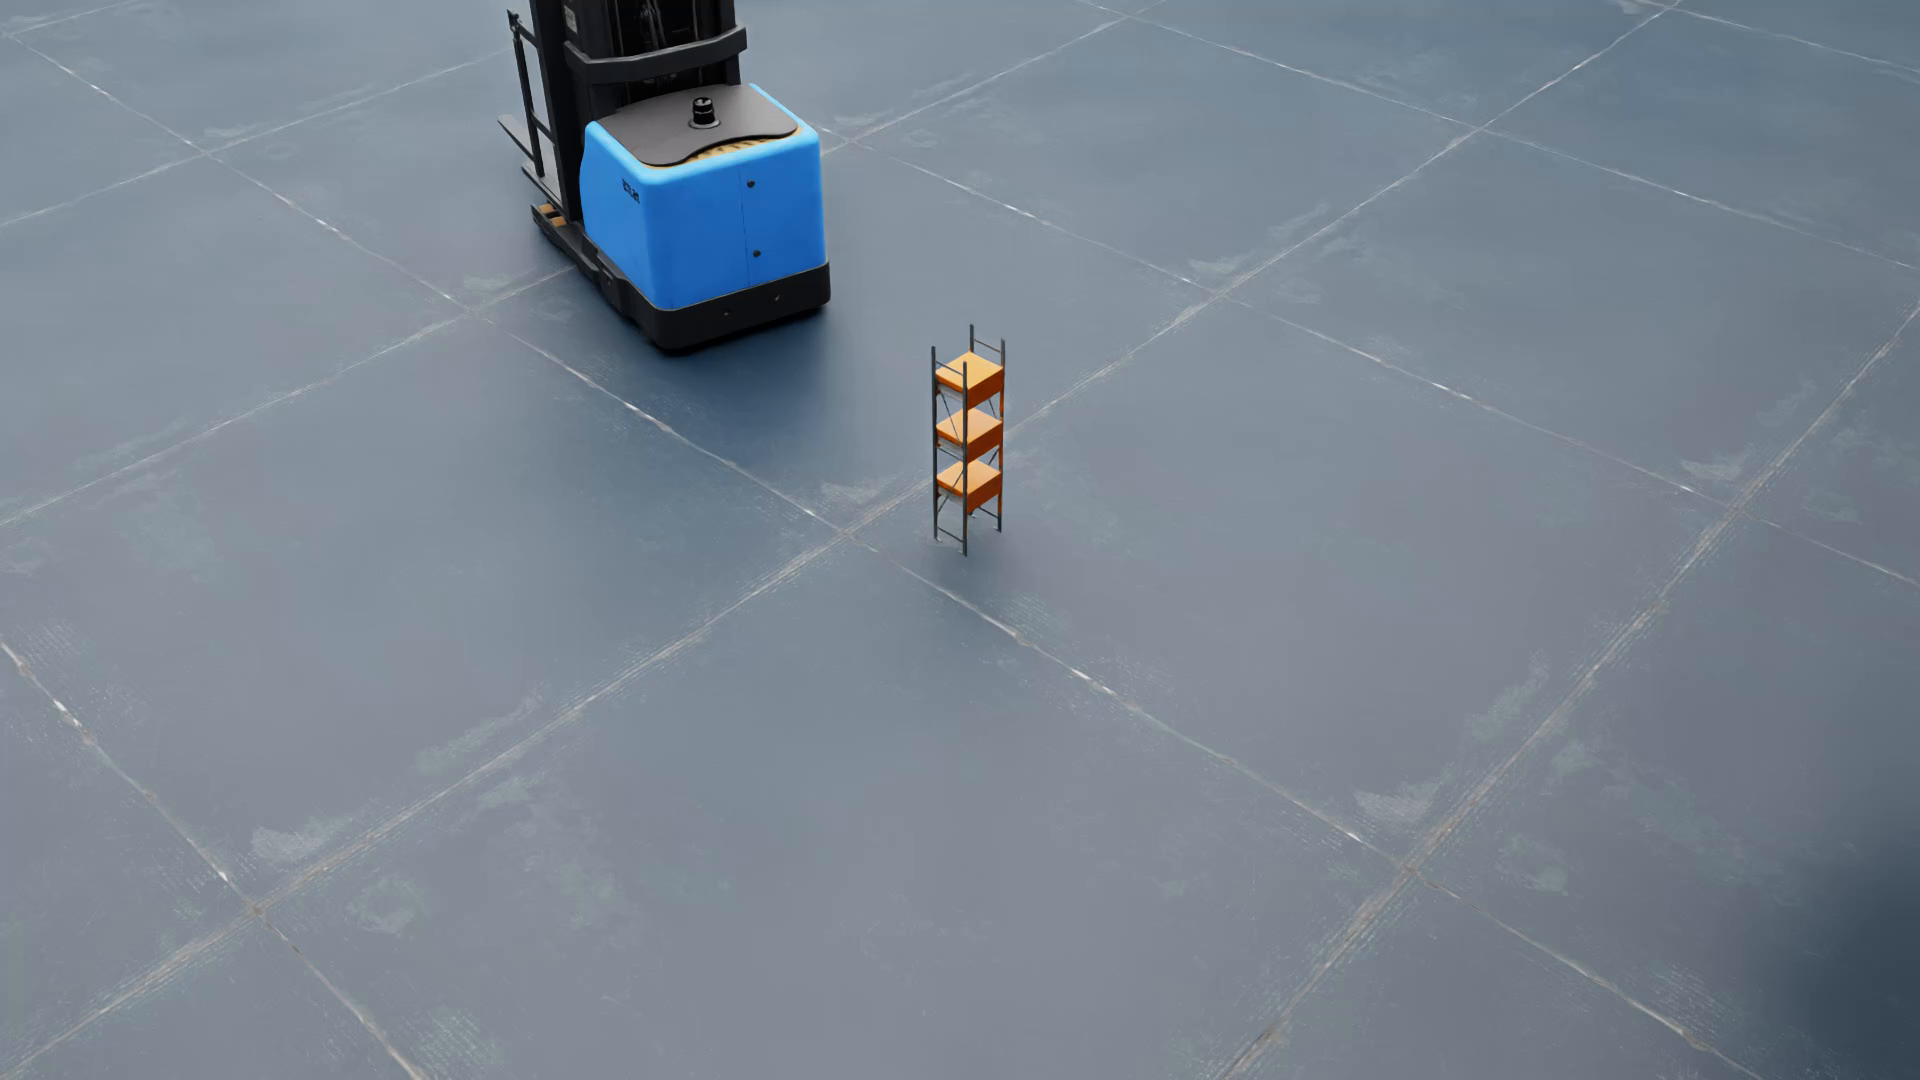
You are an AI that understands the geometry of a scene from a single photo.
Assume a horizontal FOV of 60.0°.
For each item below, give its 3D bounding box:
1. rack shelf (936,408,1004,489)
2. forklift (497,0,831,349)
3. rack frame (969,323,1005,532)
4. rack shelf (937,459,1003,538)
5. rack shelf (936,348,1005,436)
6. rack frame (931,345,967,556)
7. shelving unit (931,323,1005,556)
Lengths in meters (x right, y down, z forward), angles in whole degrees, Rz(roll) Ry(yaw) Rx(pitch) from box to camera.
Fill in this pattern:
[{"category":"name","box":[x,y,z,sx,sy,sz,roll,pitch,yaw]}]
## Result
[{"category":"rack shelf","box":[0.036,-0.427,7.461,0.215,0.259,0.240,30,47,32]},{"category":"forklift","box":[-1.936,-3.059,9.242,1.130,2.935,3.031,-21,43,-25]},{"category":"rack frame","box":[0.118,-0.492,7.525,0.200,1.050,0.008,30,47,32]},{"category":"rack shelf","box":[0.036,-0.210,7.634,0.215,0.259,0.240,30,47,32]},{"category":"rack shelf","box":[0.036,-0.649,7.284,0.215,0.259,0.240,30,47,32]},{"category":"rack frame","box":[-0.046,-0.379,7.384,0.200,1.050,0.008,30,47,32]},{"category":"shelving unit","box":[0.036,-0.435,7.454,0.215,1.050,0.252,30,47,32]}]
